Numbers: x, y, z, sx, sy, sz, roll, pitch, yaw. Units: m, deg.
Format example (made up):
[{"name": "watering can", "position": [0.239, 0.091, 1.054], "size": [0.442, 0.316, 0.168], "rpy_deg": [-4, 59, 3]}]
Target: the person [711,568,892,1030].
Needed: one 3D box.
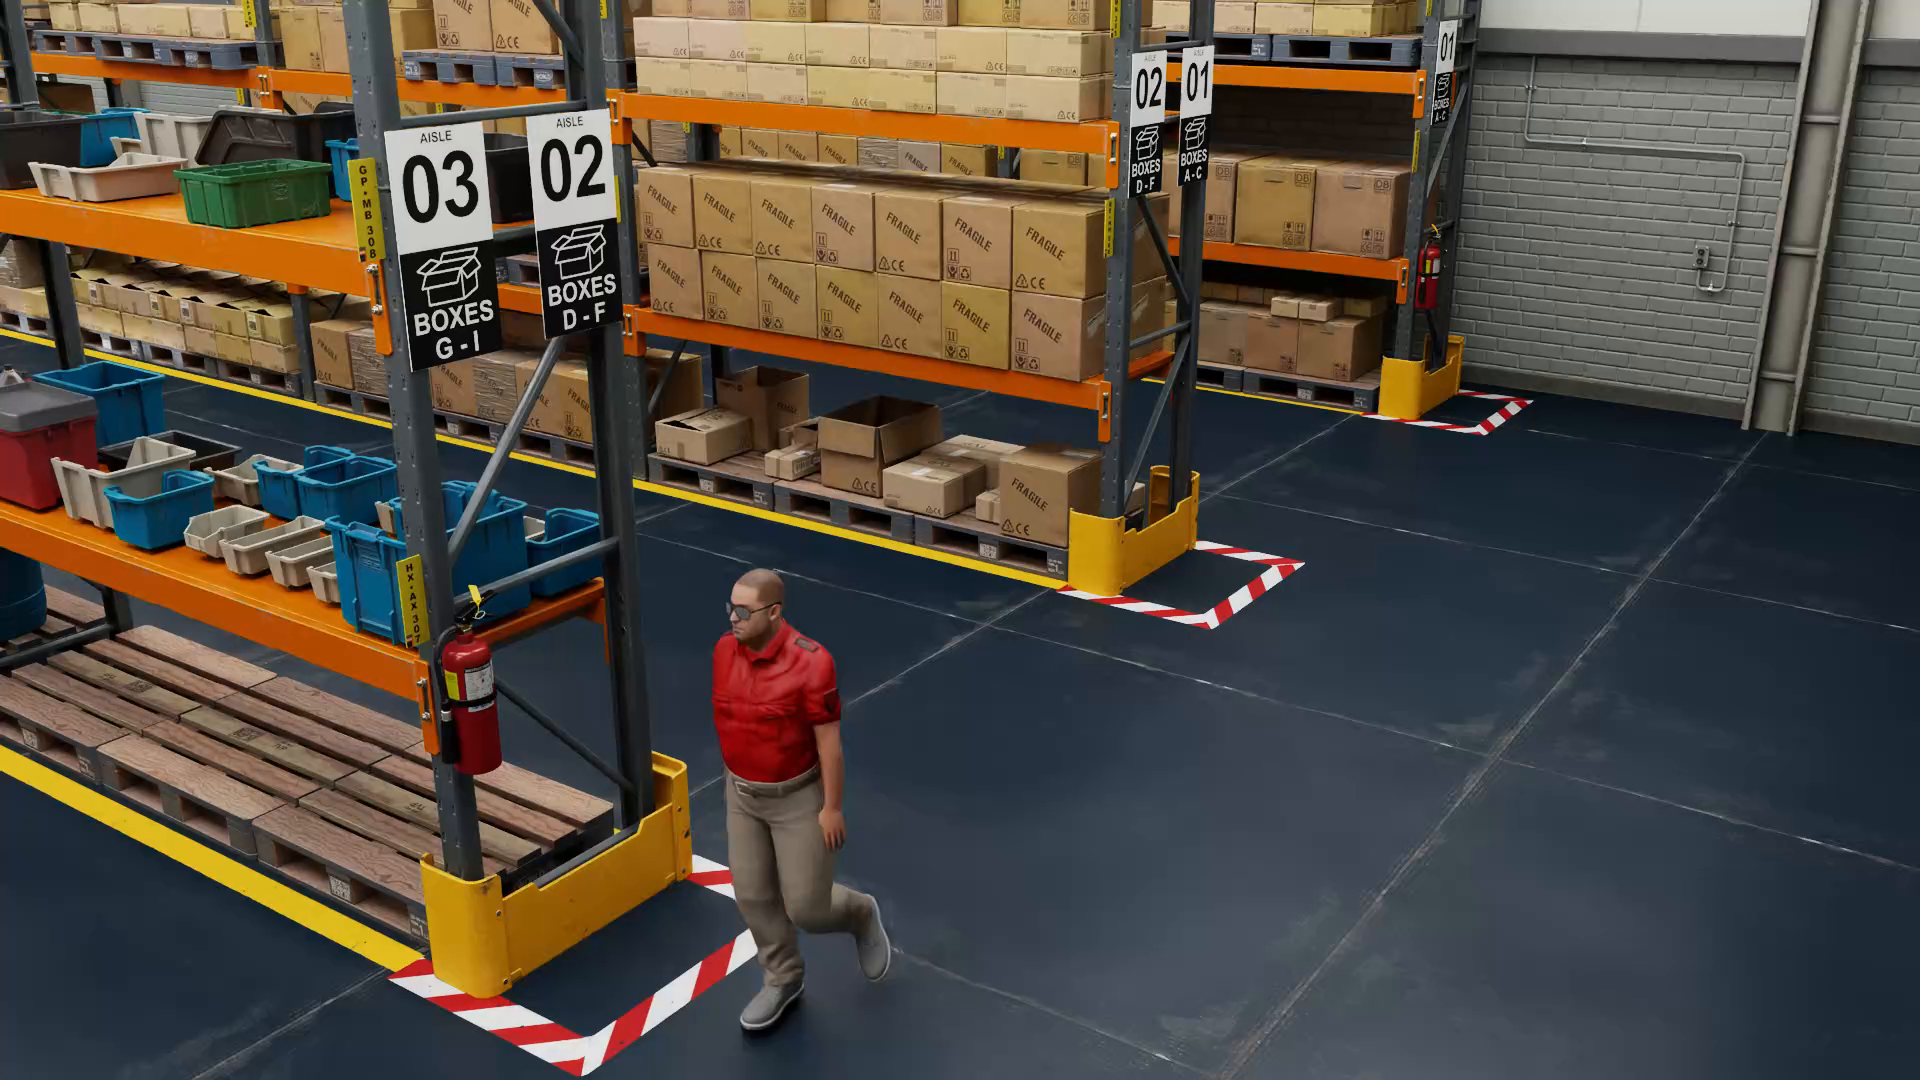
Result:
[{"name": "person", "position": [-0.615, 0.900, 5.999], "size": [0.586, 1.720, 0.595], "rpy_deg": [12, 23, 30]}]
